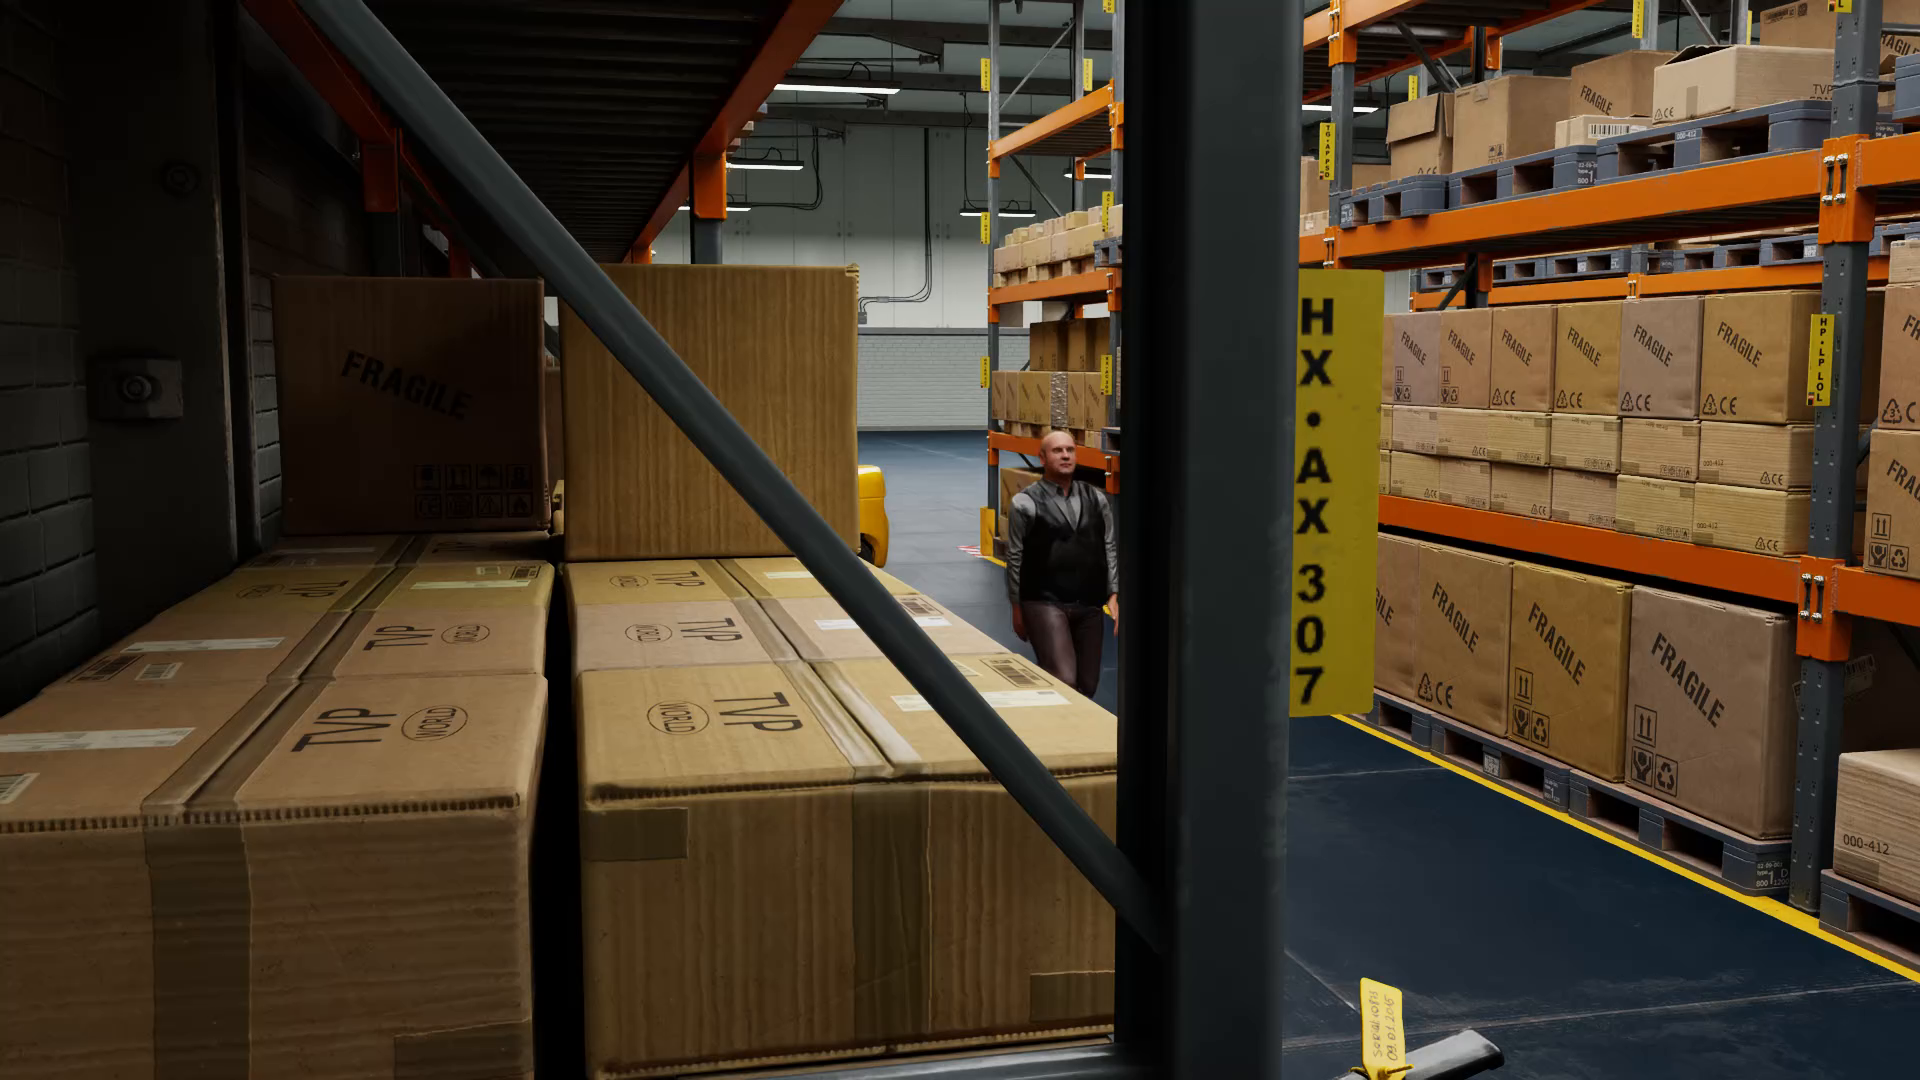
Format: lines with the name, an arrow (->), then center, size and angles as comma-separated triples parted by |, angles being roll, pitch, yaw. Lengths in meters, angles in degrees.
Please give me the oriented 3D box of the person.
person -> 0.505, 0.320, 8.042 | 0.535, 1.690, 0.913 | -2, 7, -22
